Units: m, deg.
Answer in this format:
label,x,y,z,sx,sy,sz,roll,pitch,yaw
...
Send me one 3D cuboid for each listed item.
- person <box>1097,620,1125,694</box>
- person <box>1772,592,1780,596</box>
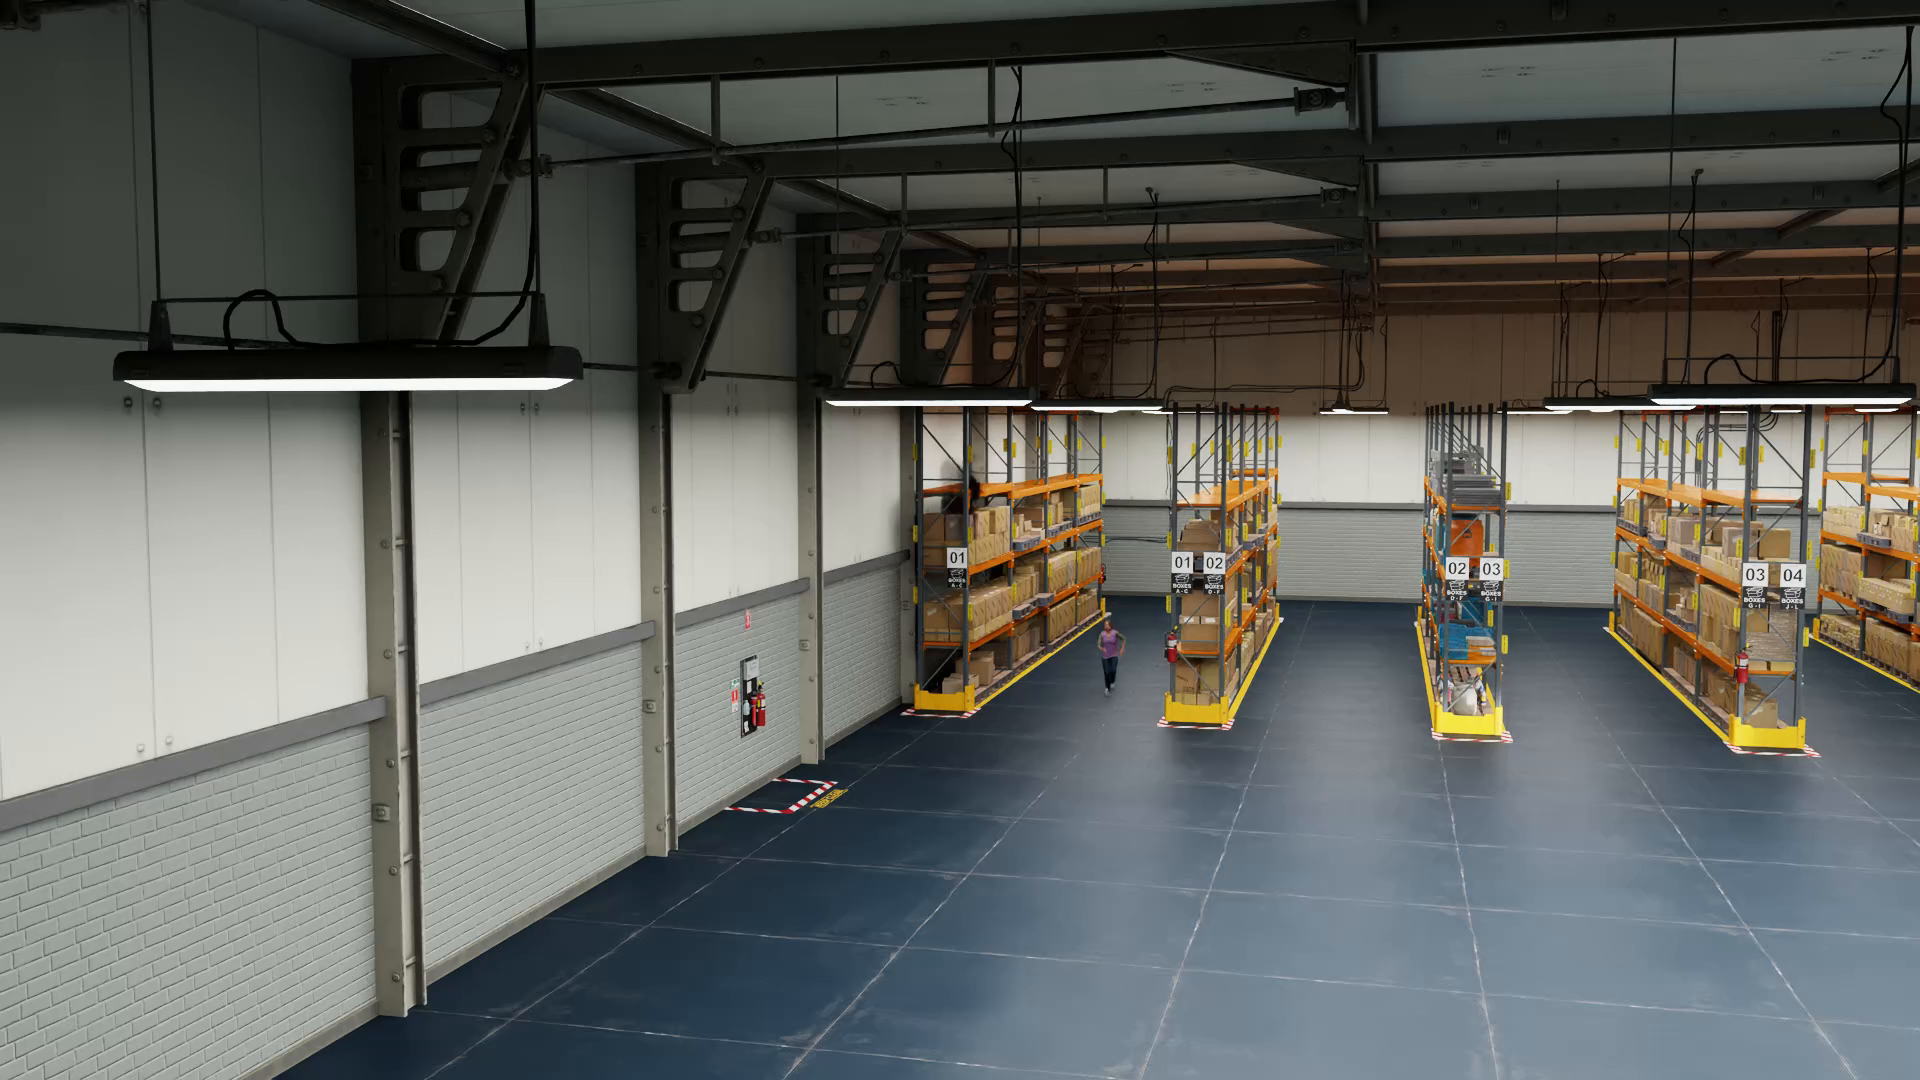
label,x,y,z,sx,sy,sz,roll,pitch,yaw
person,3.090,2.413,34.121,0.560,1.555,0.745,1,4,13
person,20.567,1.765,41.873,0.743,1.737,0.766,2,5,27
